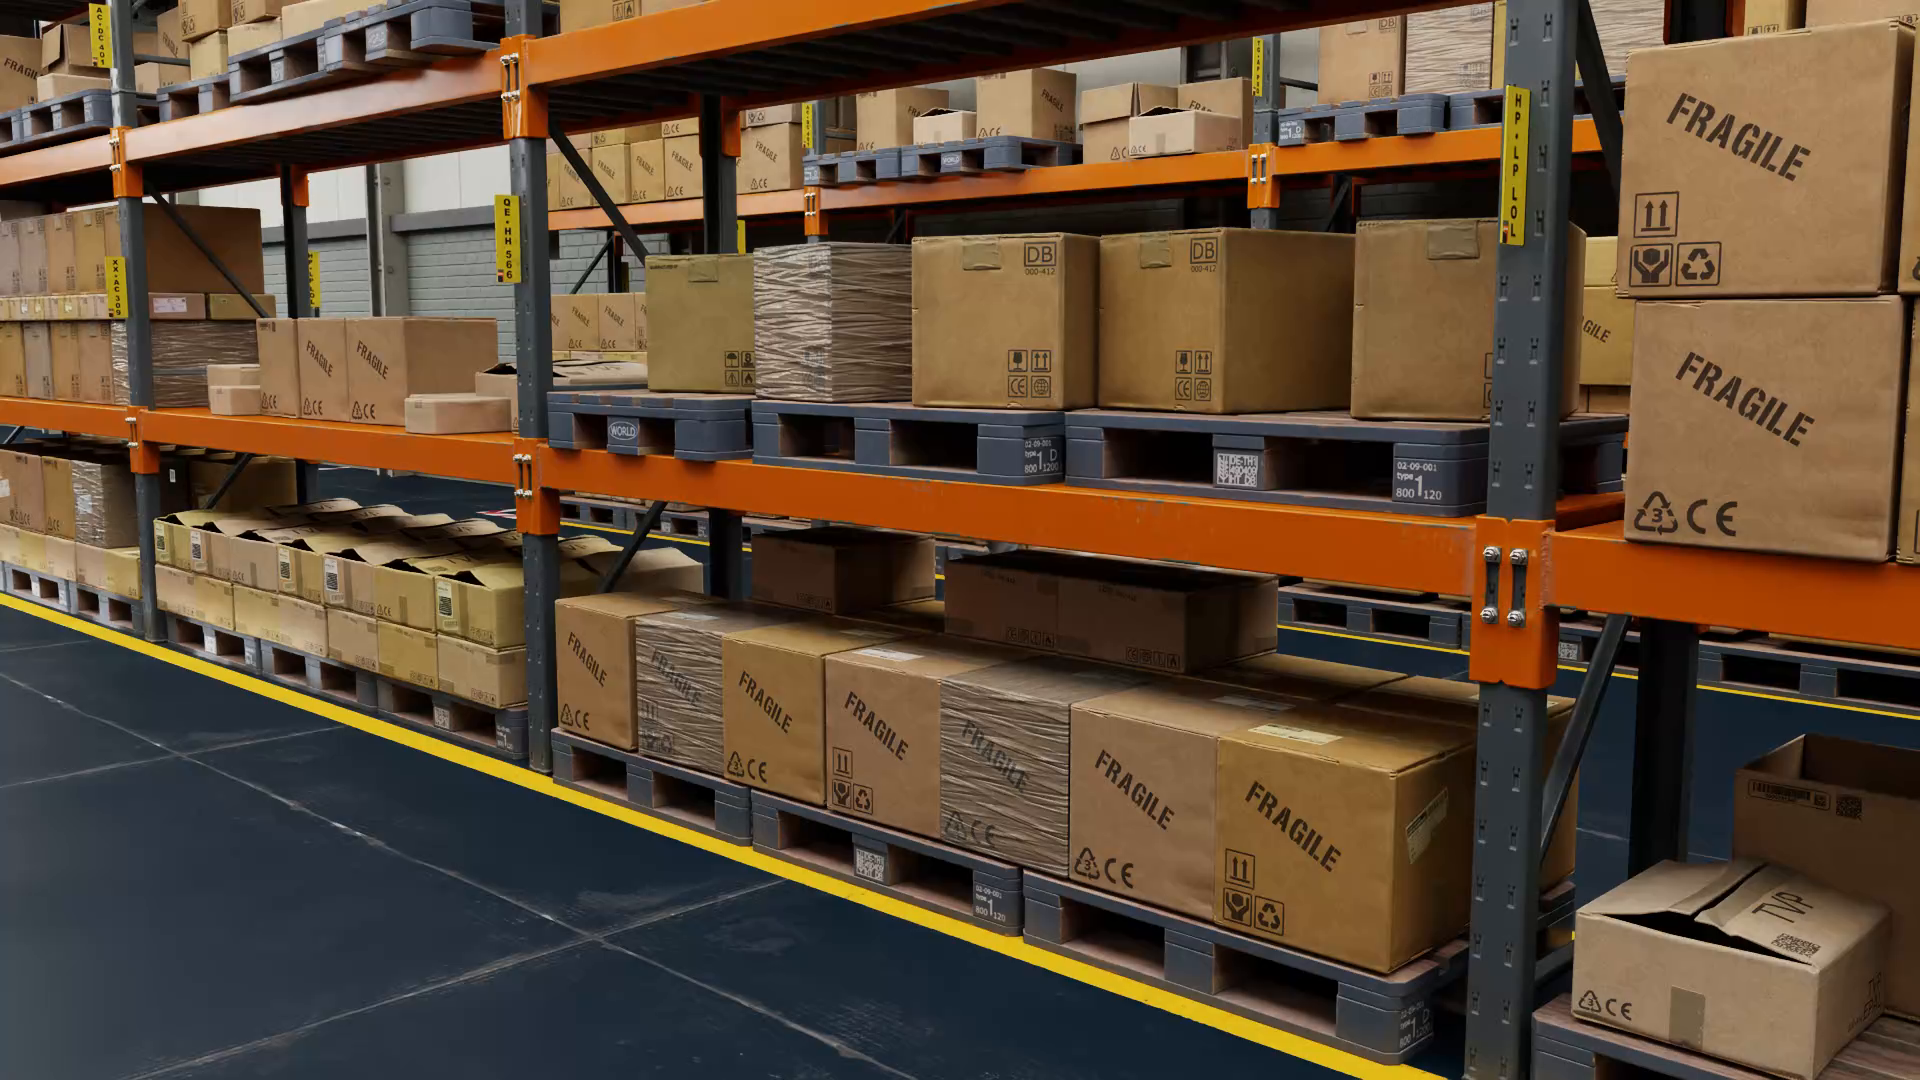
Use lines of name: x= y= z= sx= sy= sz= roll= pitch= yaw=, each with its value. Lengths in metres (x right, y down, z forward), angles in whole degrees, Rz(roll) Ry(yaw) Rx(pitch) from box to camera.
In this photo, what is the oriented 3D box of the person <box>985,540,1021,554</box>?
person: x=0.228 y=-0.231 z=9.144 sx=0.487 sy=1.686 sz=0.658 roll=7 pitch=10 yaw=44
